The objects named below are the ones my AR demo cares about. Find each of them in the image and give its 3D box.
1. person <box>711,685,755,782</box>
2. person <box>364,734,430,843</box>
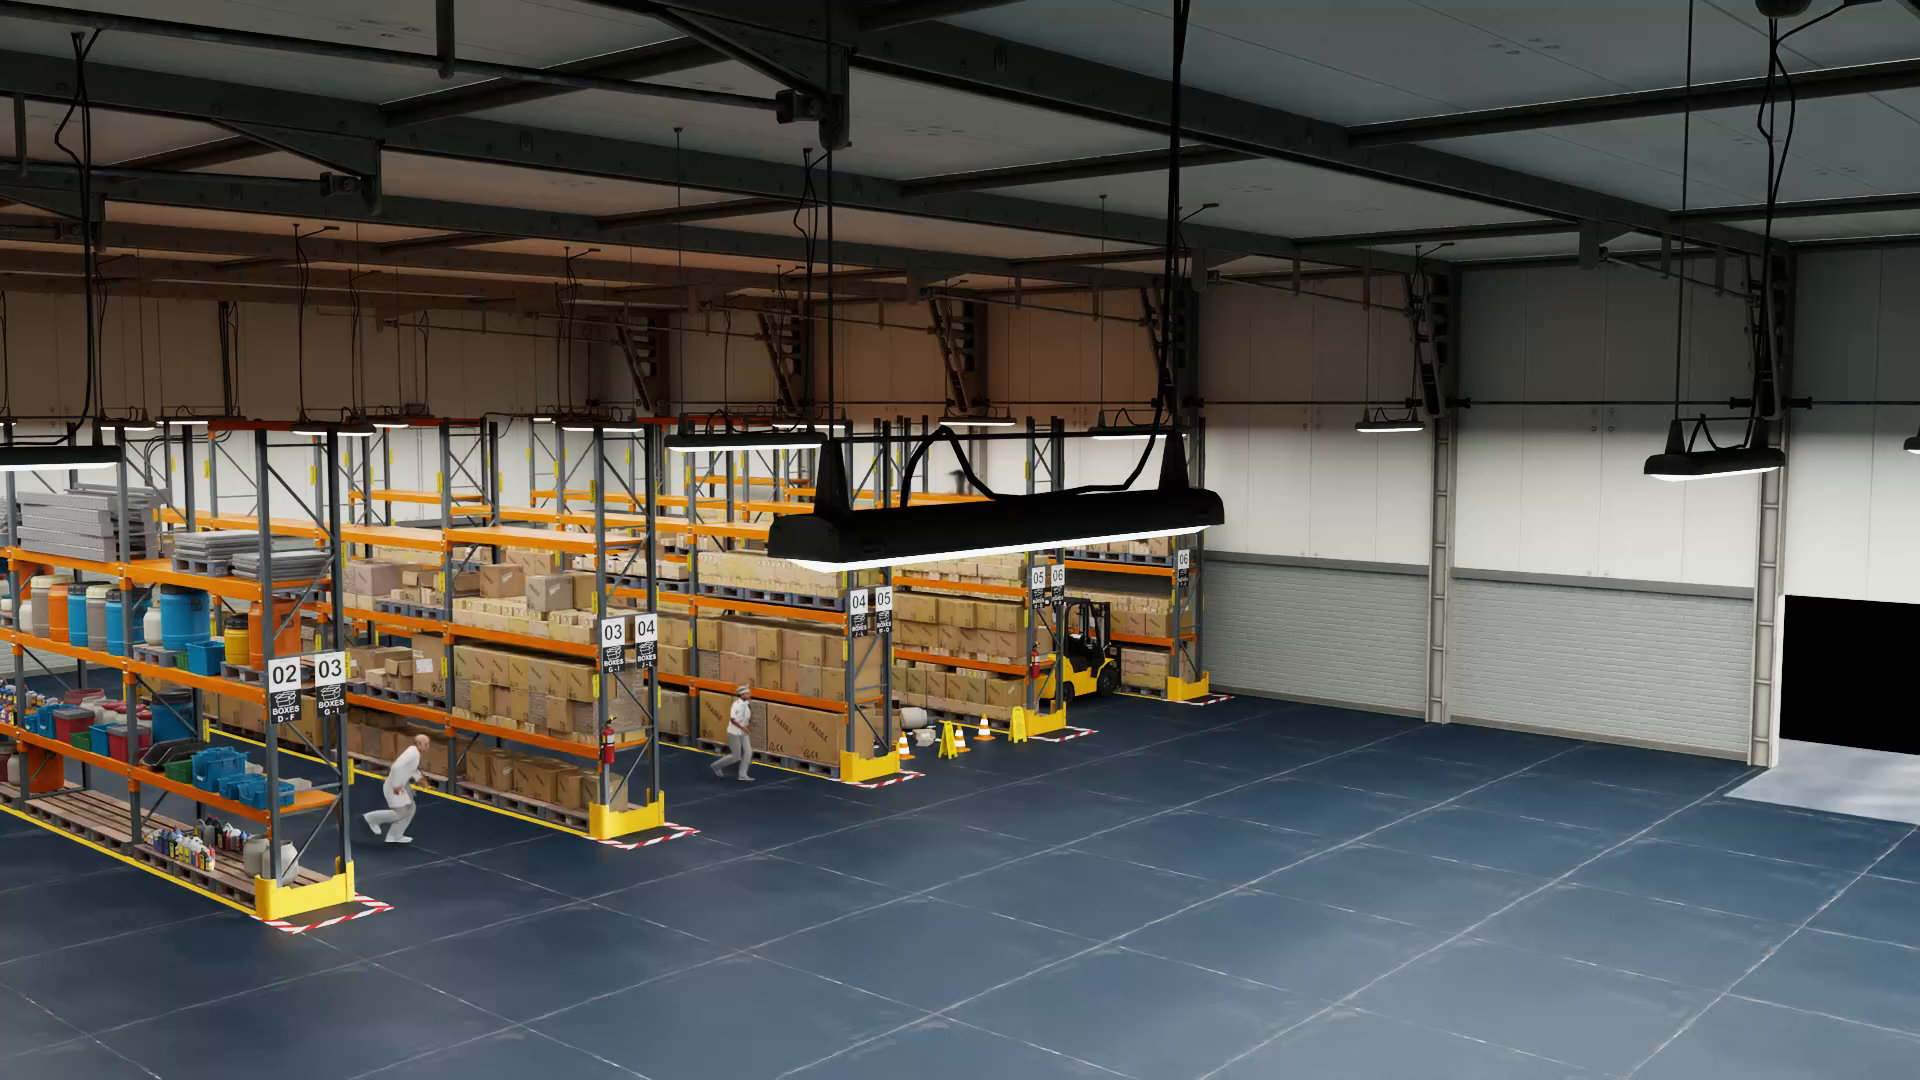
[{"bbox_3d":[-3.784,3.215,27.749,0.753,1.647,0.573,1,5,16],"label":"person"},{"bbox_3d":[-8.067,3.573,23.813,0.954,1.584,0.731,0,5,-2],"label":"person"}]
